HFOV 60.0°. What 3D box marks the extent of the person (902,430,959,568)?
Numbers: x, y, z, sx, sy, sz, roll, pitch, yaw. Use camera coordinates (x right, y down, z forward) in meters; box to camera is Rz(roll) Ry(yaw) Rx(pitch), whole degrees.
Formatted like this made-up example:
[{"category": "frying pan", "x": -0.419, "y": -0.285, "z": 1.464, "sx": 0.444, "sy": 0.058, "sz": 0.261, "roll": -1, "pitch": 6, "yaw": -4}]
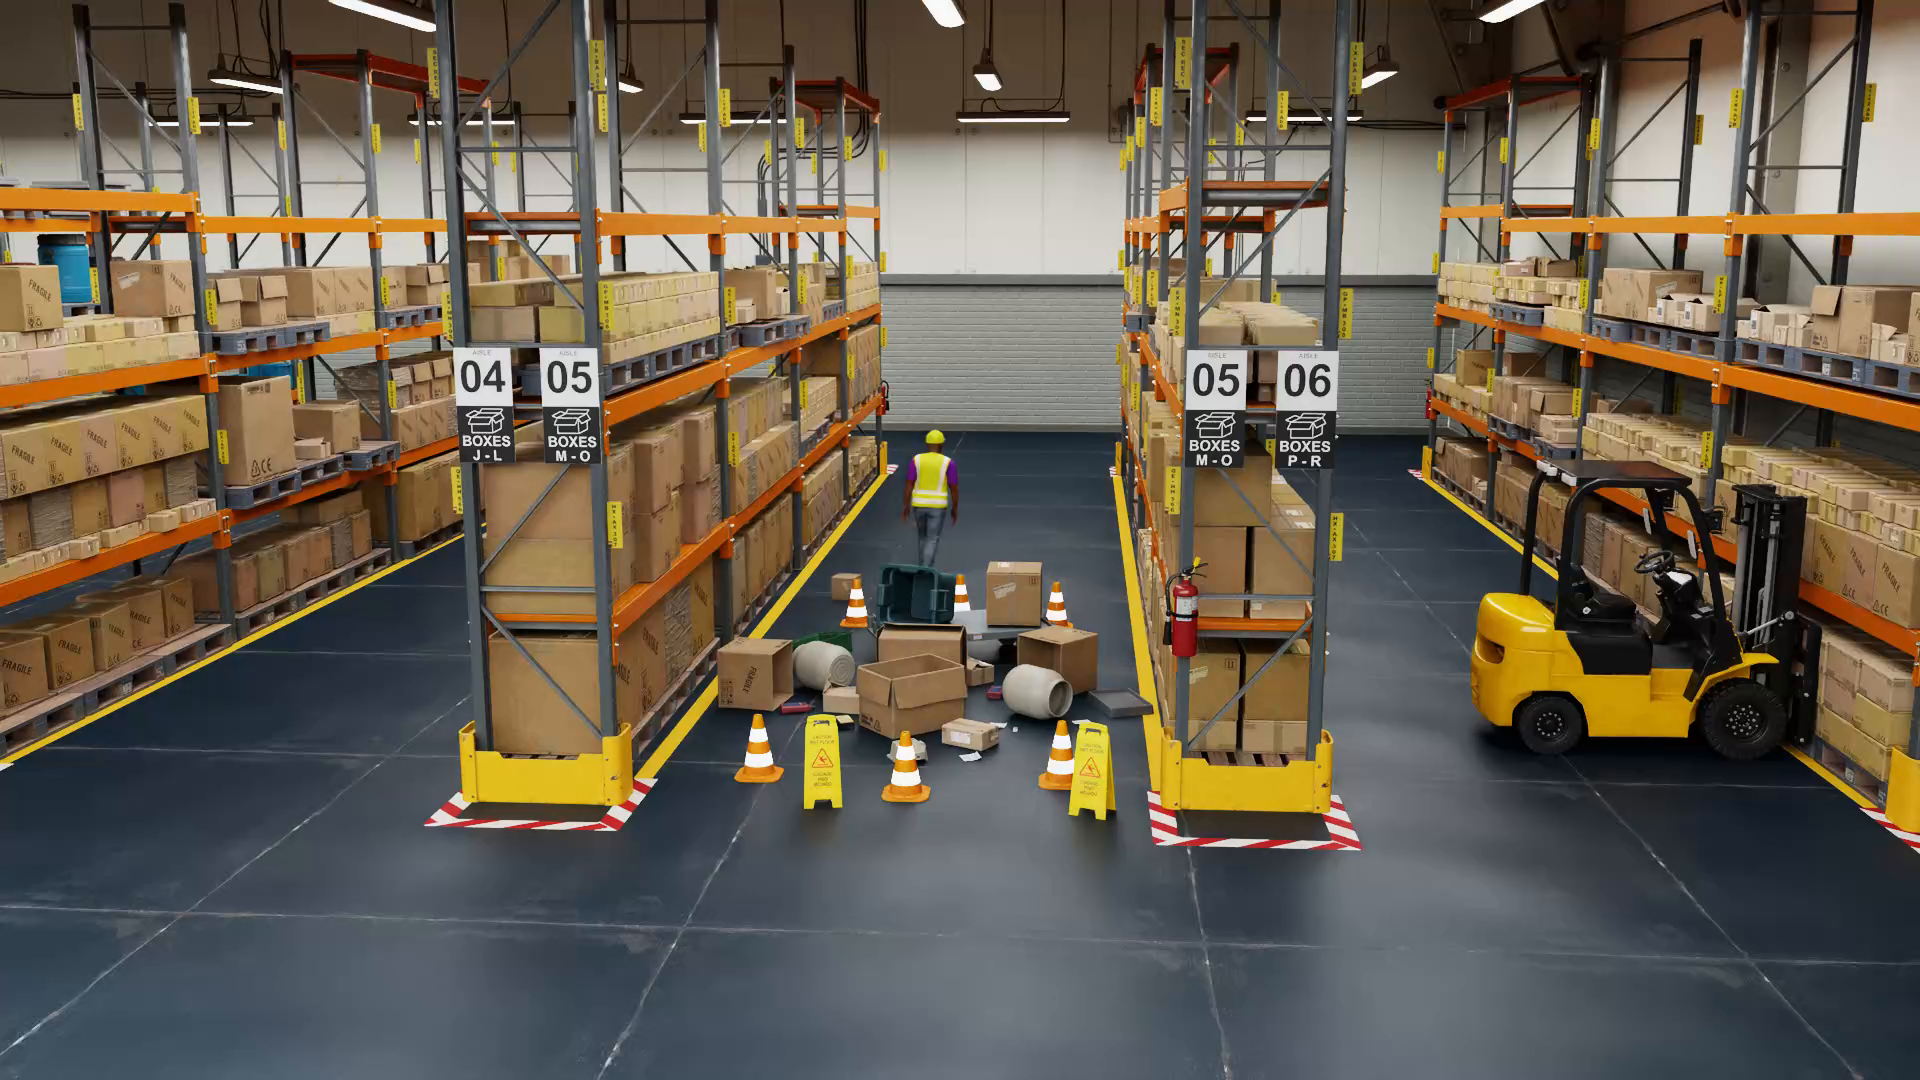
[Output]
[{"category": "person", "x": -0.319, "y": -0.343, "z": 18.741, "sx": 0.606, "sy": 1.783, "sz": 0.718, "roll": 3, "pitch": 11, "yaw": 18}]
